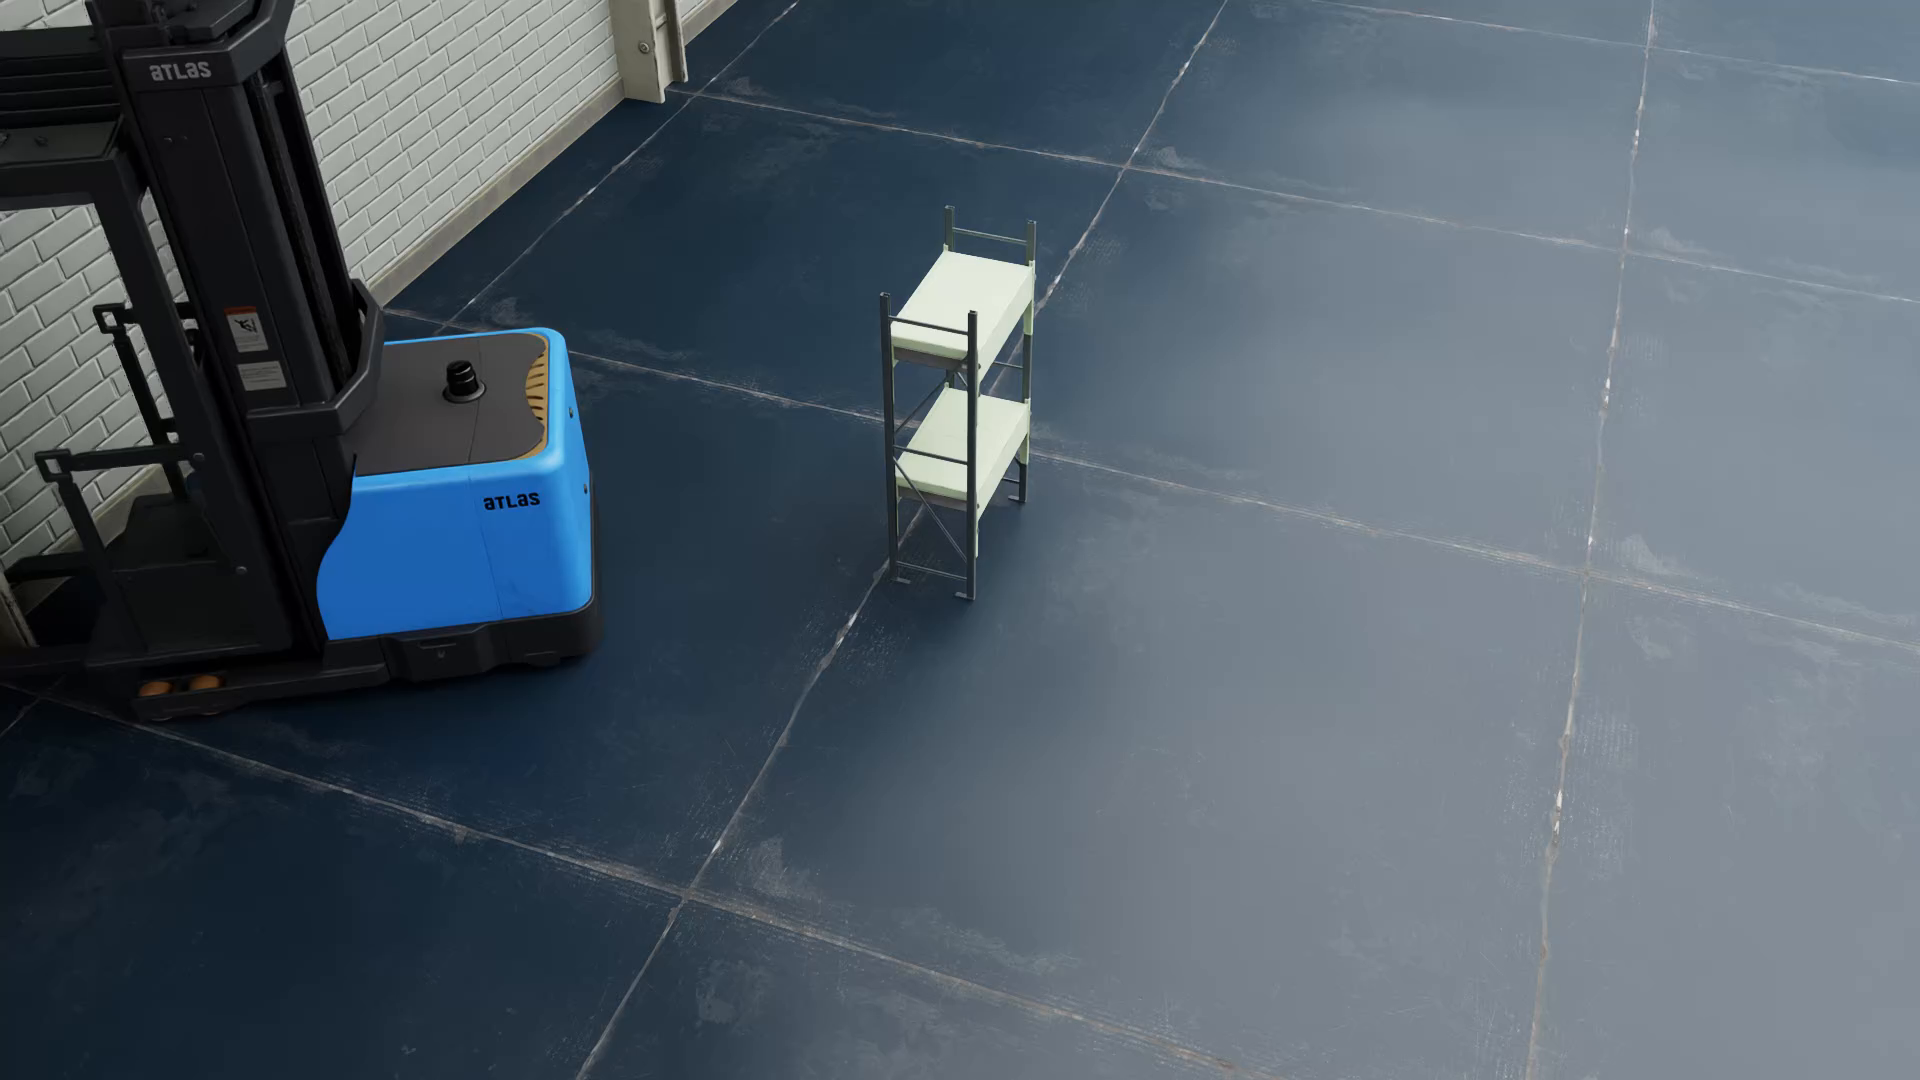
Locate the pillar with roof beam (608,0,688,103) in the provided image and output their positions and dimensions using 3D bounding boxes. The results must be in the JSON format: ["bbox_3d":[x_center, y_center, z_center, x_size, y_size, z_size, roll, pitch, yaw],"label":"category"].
[{"bbox_3d":[1.970,-5.544,7.268,9.100,9.000,0.400,13,42,15],"label":"pillar with roof beam"}]

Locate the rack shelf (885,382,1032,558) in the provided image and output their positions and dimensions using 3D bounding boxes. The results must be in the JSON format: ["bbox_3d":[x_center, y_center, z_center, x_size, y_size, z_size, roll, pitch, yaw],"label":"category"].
[{"bbox_3d":[0.002,-0.327,7.433,0.431,0.370,0.720,13,42,15],"label":"rack shelf"}]

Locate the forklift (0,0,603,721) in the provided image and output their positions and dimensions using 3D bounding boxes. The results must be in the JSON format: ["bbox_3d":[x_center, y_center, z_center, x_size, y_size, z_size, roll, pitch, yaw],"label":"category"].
[{"bbox_3d":[-3.095,-0.745,6.319,3.031,2.935,1.130,-7,41,-8],"label":"forklift"}]

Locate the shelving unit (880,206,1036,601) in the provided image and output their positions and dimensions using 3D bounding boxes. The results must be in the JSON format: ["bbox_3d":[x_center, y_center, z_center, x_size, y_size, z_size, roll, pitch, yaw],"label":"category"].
[{"bbox_3d":[0.002,-0.575,7.222,0.431,1.500,0.755,13,42,15],"label":"shelving unit"}]

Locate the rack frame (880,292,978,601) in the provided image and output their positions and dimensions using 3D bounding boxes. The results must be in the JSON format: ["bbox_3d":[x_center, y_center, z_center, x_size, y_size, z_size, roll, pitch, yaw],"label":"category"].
[{"bbox_3d":[-0.123,-0.351,6.960,0.400,1.500,0.023,13,42,15],"label":"rack frame"}]

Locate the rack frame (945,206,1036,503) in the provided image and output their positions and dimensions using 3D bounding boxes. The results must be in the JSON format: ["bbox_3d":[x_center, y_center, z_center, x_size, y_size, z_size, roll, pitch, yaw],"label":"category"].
[{"bbox_3d":[0.127,-0.798,7.483,0.400,1.500,0.023,13,42,15],"label":"rack frame"}]

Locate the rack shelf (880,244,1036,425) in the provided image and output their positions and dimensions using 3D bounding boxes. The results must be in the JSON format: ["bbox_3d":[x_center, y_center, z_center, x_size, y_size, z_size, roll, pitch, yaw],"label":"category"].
[{"bbox_3d":[0.002,-0.872,6.968,0.431,0.370,0.720,13,42,15],"label":"rack shelf"}]
